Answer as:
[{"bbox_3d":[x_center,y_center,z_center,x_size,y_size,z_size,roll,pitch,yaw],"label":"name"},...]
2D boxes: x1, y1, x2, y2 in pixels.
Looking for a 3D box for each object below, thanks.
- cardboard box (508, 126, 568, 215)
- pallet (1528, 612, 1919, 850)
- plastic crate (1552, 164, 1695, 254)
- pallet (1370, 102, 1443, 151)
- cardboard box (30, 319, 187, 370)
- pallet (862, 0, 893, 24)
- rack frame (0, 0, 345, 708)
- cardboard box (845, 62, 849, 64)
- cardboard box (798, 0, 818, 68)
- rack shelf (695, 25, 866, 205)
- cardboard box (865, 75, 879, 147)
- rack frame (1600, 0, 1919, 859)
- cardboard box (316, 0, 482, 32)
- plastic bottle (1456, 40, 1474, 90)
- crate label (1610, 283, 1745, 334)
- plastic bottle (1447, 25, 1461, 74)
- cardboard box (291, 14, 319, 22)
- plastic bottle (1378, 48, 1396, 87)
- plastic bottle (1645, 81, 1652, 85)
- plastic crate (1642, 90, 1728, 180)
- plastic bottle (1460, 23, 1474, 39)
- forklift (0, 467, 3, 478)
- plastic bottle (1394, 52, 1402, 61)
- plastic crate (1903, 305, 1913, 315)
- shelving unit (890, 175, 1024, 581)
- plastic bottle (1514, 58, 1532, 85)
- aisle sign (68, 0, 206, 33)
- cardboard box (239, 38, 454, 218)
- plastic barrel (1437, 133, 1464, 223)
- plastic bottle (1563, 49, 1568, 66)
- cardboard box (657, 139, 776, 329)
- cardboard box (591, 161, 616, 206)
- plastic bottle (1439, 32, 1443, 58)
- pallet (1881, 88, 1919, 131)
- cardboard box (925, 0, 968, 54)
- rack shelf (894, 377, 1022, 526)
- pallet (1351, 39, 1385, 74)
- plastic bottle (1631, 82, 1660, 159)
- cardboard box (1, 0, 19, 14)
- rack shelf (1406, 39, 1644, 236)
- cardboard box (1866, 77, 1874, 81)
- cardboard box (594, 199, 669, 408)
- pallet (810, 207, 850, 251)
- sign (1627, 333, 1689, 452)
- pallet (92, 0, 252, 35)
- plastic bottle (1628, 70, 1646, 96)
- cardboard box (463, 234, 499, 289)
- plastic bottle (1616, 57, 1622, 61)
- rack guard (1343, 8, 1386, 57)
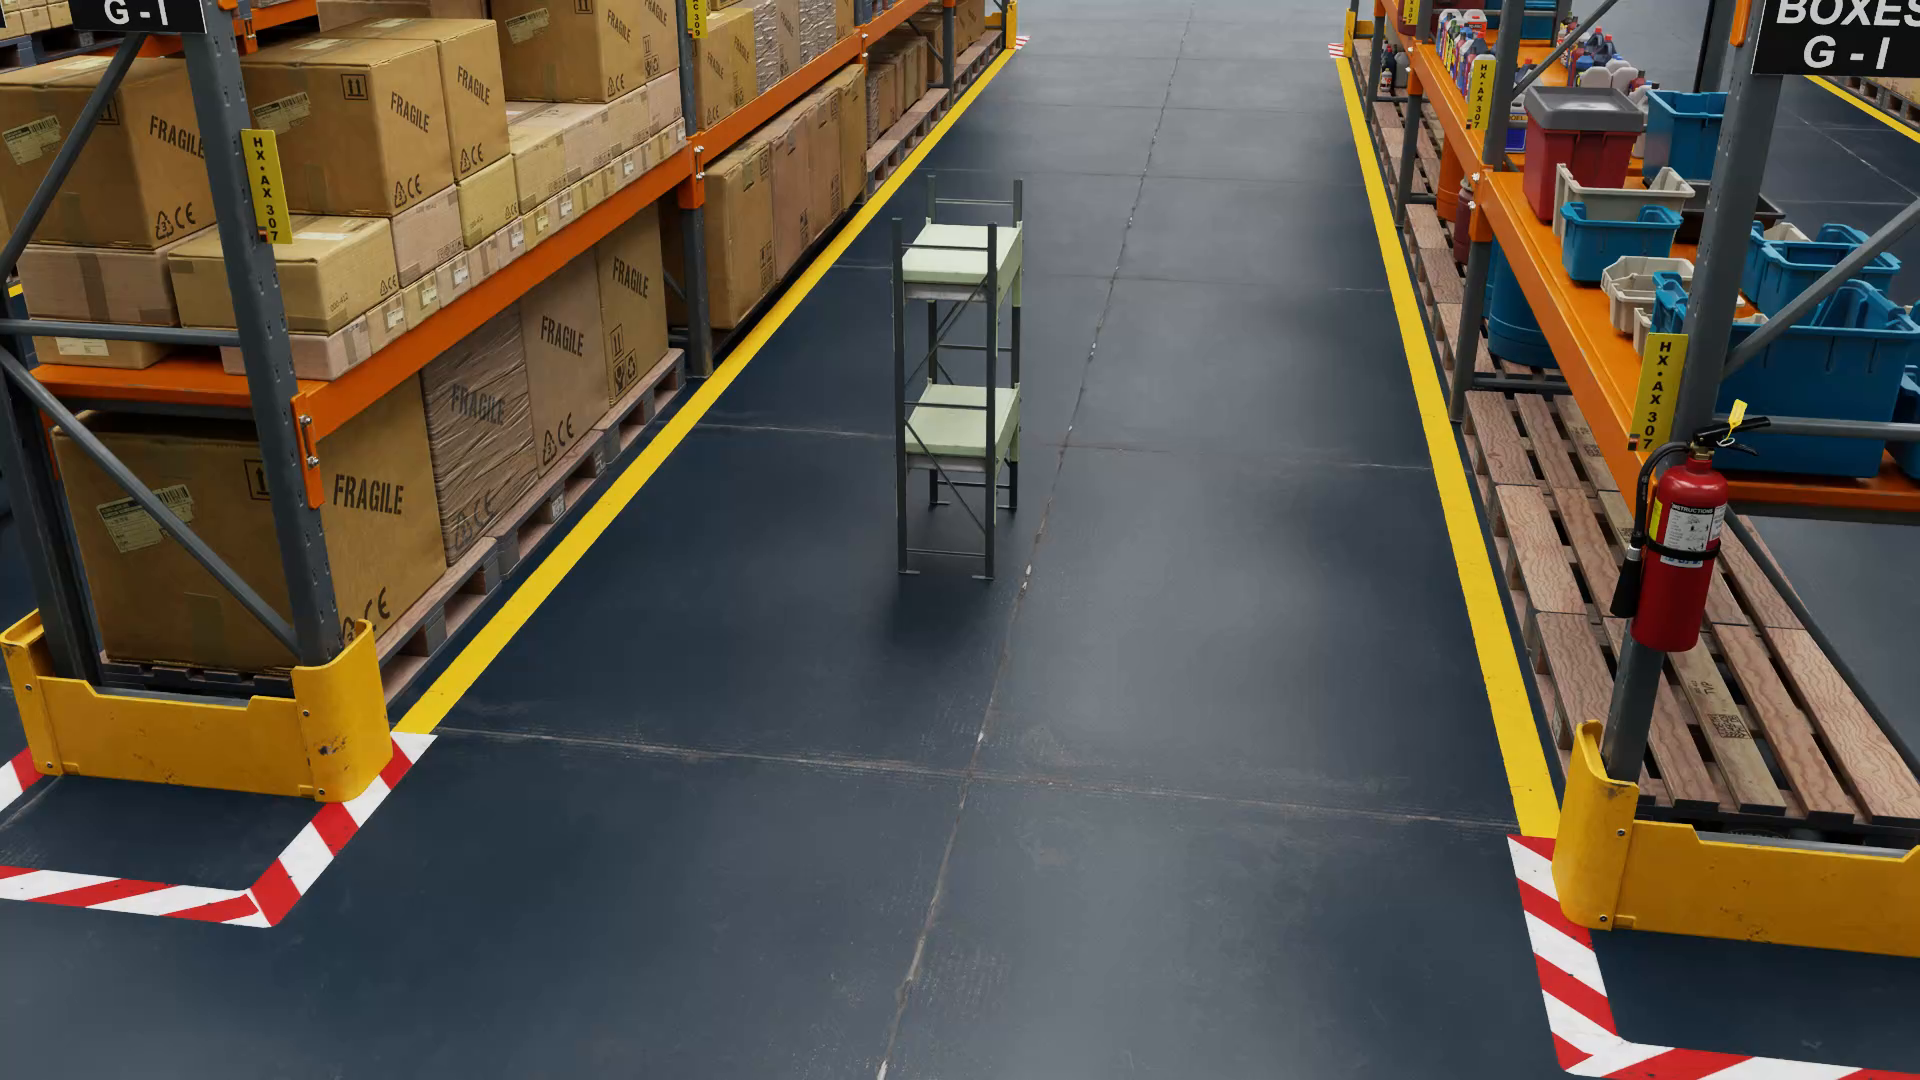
[{"bbox_3d":[-1.935,-1.514,6.772,0.500,0.250,0.500,4,25,7],"label":"cardboard box"},{"bbox_3d":[2.536,0.645,5.623,1.003,0.211,1.213,4,25,9],"label":"pallet"},{"bbox_3d":[2.585,-1.296,6.550,0.437,0.282,0.530,4,25,9],"label":"plastic crate"},{"bbox_3d":[4.234,-3.700,14.907,1.003,0.211,1.213,4,25,9],"label":"pallet"},{"bbox_3d":[-2.791,-0.677,5.454,0.380,0.149,0.250,5,25,10],"label":"cardboard box"},{"bbox_3d":[-1.205,-4.183,12.875,1.213,0.211,1.003,4,25,9],"label":"pallet"},{"bbox_3d":[-2.524,-0.619,5.034,1.000,3.000,0.127,4,25,9],"label":"rack frame"},{"bbox_3d":[-1.137,-3.654,13.063,0.500,0.250,0.500,5,26,11],"label":"cardboard box"},{"bbox_3d":[-1.222,-3.361,10.774,0.500,0.500,0.500,3,25,7],"label":"cardboard box"},{"bbox_3d":[-1.543,-2.802,10.548,1.077,0.370,4.000,4,25,9],"label":"rack shelf"},{"bbox_3d":[-1.049,-3.546,13.718,0.700,0.500,0.500,2,25,4],"label":"cardboard box"},{"bbox_3d":[2.363,-0.276,4.301,1.000,3.000,0.127,4,25,9],"label":"rack frame"},{"bbox_3d":[-2.369,-2.092,7.123,0.500,0.500,0.500,3,25,7],"label":"cardboard box"},{"bbox_3d":[3.054,-2.827,9.897,0.152,0.276,0.135,4,25,9],"label":"plastic bottle"},{"bbox_3d":[2.400,-0.775,5.609,0.396,0.136,0.243,4,25,9],"label":"crate label"},{"bbox_3d":[3.100,-3.067,10.402,0.061,0.283,0.133,4,25,9],"label":"plastic bottle"},{"bbox_3d":[-5.614,-4.526,15.539,1.050,0.750,0.750,4,25,9],"label":"cardboard box"},{"bbox_3d":[4.145,-4.583,16.109,0.144,0.351,0.185,3,25,7],"label":"plastic bottle"},{"bbox_3d":[3.574,-2.257,8.686,0.097,0.271,0.097,0,25,0],"label":"plastic bottle"},{"bbox_3d":[3.276,-1.750,7.398,0.392,0.384,0.575,4,25,9],"label":"plastic crate"},{"bbox_3d":[3.219,-3.160,10.615,0.097,0.271,0.097,0,25,0],"label":"plastic bottle"},{"bbox_3d":[-4.785,-0.942,5.805,1.130,2.935,3.031,3,25,7],"label":"forklift"},{"bbox_3d":[4.326,-4.630,16.297,0.152,0.276,0.135,4,25,9],"label":"plastic bottle"},{"bbox_3d":[2.973,-0.676,5.396,0.250,0.136,0.298,4,25,9],"label":"plastic crate"},{"bbox_3d":[0.001,-0.682,6.938,0.431,1.500,0.755,4,25,9],"label":"shelving unit"},{"bbox_3d":[3.016,-2.401,8.899,0.144,0.351,0.185,4,25,9],"label":"plastic bottle"},{"bbox_3d":[-2.240,-1.745,4.374,0.394,0.787,0.004,4,25,9],"label":"aisle sign"},{"bbox_3d":[-2.097,-1.416,5.679,0.500,0.500,0.500,3,25,7],"label":"cardboard box"},{"bbox_3d":[3.607,-2.623,11.380,0.600,0.830,0.708,4,25,9],"label":"plastic barrel"},{"bbox_3d":[3.934,-3.149,10.673,0.097,0.201,0.097,0,25,0],"label":"plastic bottle"},{"bbox_3d":[-1.785,-1.789,9.544,1.225,0.875,0.875,4,25,9],"label":"cardboard box"},{"bbox_3d":[-1.765,-1.597,7.421,0.380,0.149,0.250,4,25,10],"label":"cardboard box"},{"bbox_3d":[3.218,-3.286,10.966,0.097,0.201,0.097,0,25,0],"label":"plastic bottle"},{"bbox_3d":[9.381,-4.017,15.582,1.003,0.211,1.213,4,25,9],"label":"pallet"},{"bbox_3d":[-0.212,-5.596,18.120,0.500,0.500,0.500,6,26,13],"label":"cardboard box"},{"bbox_3d":[0.001,-0.387,7.076,0.431,0.370,0.720,4,25,9],"label":"rack shelf"},{"bbox_3d":[4.873,-5.330,18.388,1.003,0.211,1.213,4,25,9],"label":"pallet"},{"bbox_3d":[3.400,-2.068,8.188,0.144,0.351,0.185,4,25,9],"label":"plastic bottle"},{"bbox_3d":[-6.105,-3.347,10.312,0.380,0.149,0.250,3,25,6],"label":"cardboard box"},{"bbox_3d":[3.343,-2.459,9.814,1.077,0.370,4.000,4,25,9],"label":"rack shelf"},{"bbox_3d":[9.310,-4.732,16.568,0.500,0.250,0.500,4,25,9],"label":"cardboard box"},{"bbox_3d":[-2.057,-1.249,8.391,0.875,0.875,0.875,4,25,9],"label":"cardboard box"},{"bbox_3d":[-1.420,-2.377,12.080,1.003,0.211,1.213,4,25,9],"label":"pallet"},{"bbox_3d":[1.817,-0.381,4.333,0.100,0.325,0.005,4,25,9],"label":"sign"},{"bbox_3d":[-6.105,-3.958,12.395,1.213,0.211,1.003,4,25,9],"label":"pallet"},{"bbox_3d":[3.642,-2.391,8.958,0.061,0.283,0.133,4,25,9],"label":"plastic bottle"},{"bbox_3d":[-1.974,-1.061,6.274,0.380,0.149,0.250,4,25,7],"label":"cardboard box"},{"bbox_3d":[3.703,-2.588,9.393,0.097,0.271,0.097,0,25,0],"label":"plastic bottle"},{"bbox_3d":[5.011,-5.800,19.052,1.175,0.500,0.348,4,25,9],"label":"rack guard"}]
